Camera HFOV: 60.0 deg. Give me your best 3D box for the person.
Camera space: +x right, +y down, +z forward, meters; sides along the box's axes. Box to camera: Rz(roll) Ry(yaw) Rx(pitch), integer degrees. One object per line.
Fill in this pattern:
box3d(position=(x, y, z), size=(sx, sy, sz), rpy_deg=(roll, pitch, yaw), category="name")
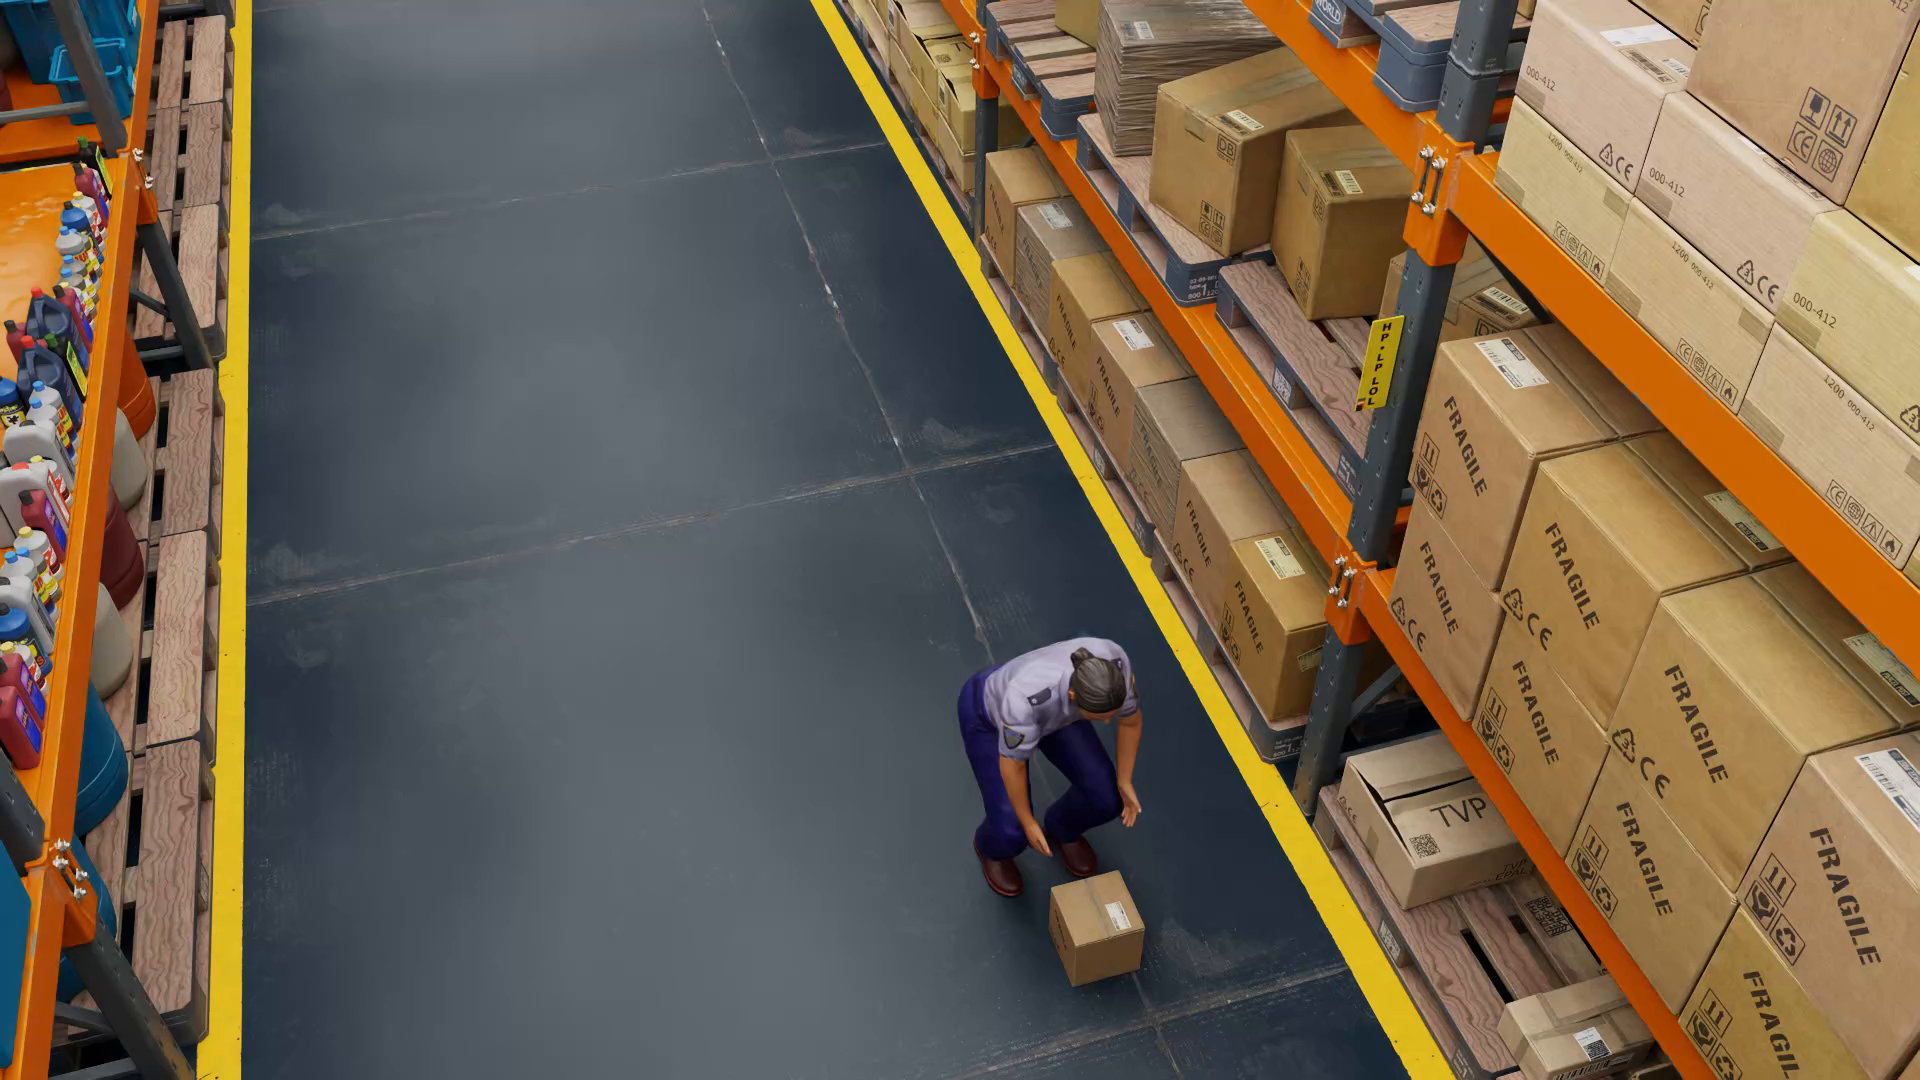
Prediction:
box3d(position=(0.316, 0.704, 5.679), size=(0.537, 1.284, 0.704), rpy_deg=(-17, 45, -18), category="person")
